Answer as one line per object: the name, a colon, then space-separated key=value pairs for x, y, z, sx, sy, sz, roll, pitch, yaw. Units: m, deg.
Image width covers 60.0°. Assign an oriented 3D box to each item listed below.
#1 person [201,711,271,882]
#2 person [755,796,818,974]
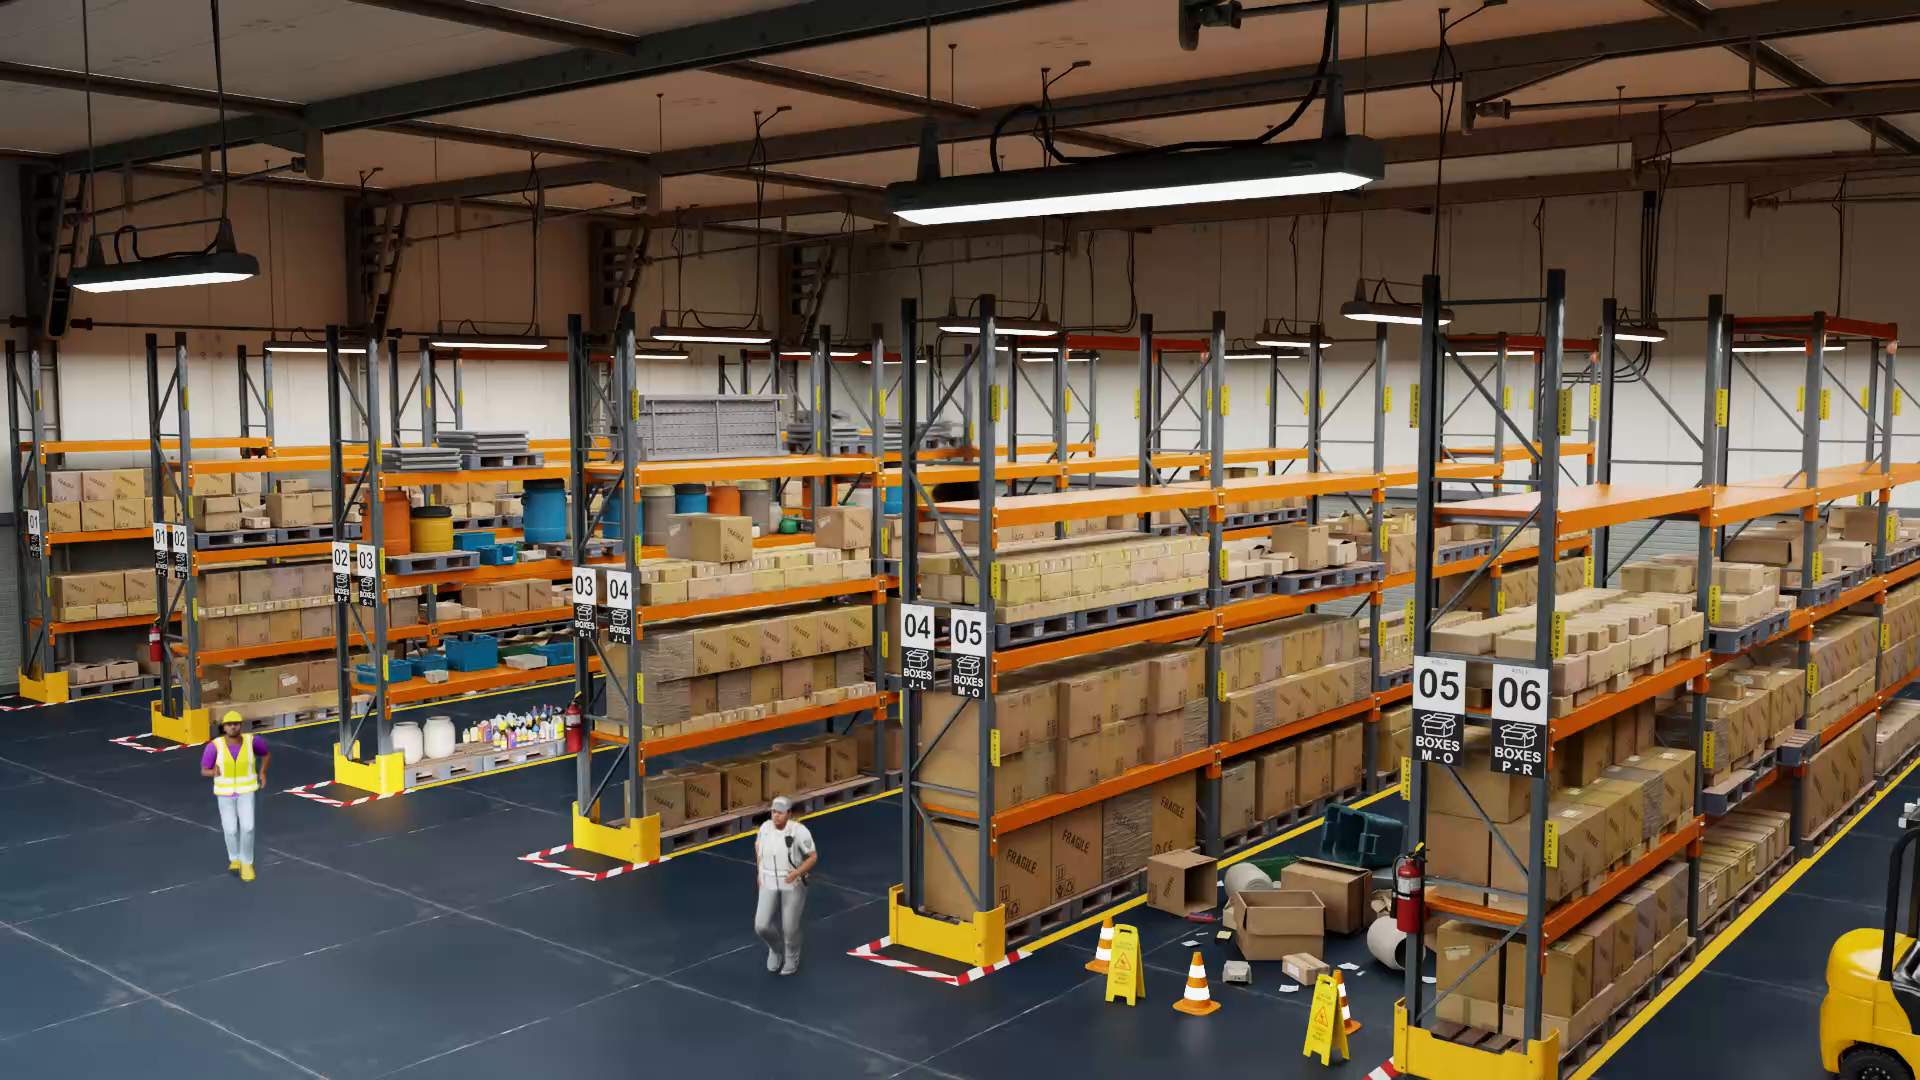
person: x=-7.656 y=2.709 z=17.597 sx=0.673 sy=1.812 sz=0.706 roll=-2 pitch=5 yaw=-20
person: x=-1.557 y=3.046 z=14.629 sx=0.626 sy=1.626 sz=0.621 roll=1 pitch=5 yaw=12
